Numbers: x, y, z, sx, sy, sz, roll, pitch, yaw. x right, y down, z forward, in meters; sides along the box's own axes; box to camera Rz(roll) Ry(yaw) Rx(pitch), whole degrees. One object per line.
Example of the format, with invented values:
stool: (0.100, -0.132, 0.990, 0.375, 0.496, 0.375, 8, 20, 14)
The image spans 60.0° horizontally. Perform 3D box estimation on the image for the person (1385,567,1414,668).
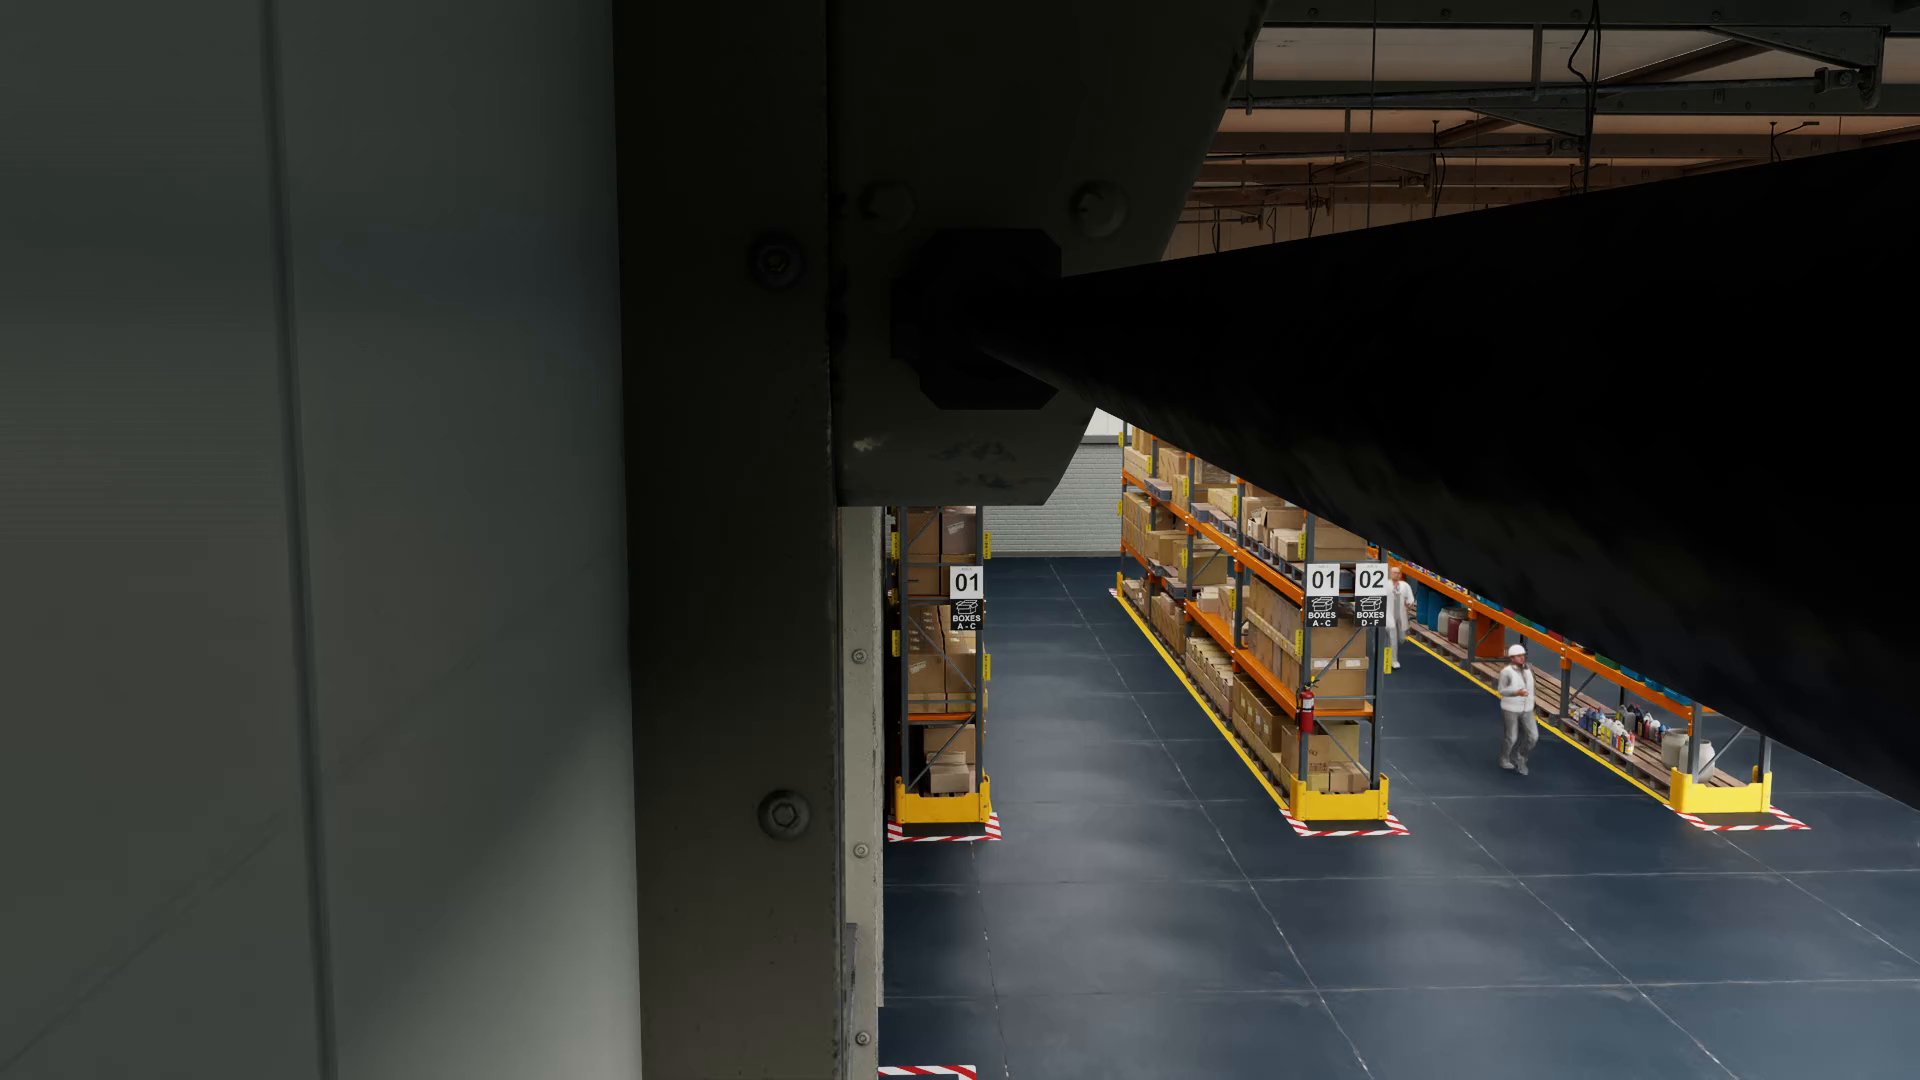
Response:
person: (7.657, 1.350, 29.351, 0.719, 1.744, 0.834, 0, 8, -3)

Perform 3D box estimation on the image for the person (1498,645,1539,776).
person: (7.568, 2.316, 22.498, 0.639, 1.800, 0.680, -2, 8, -14)
